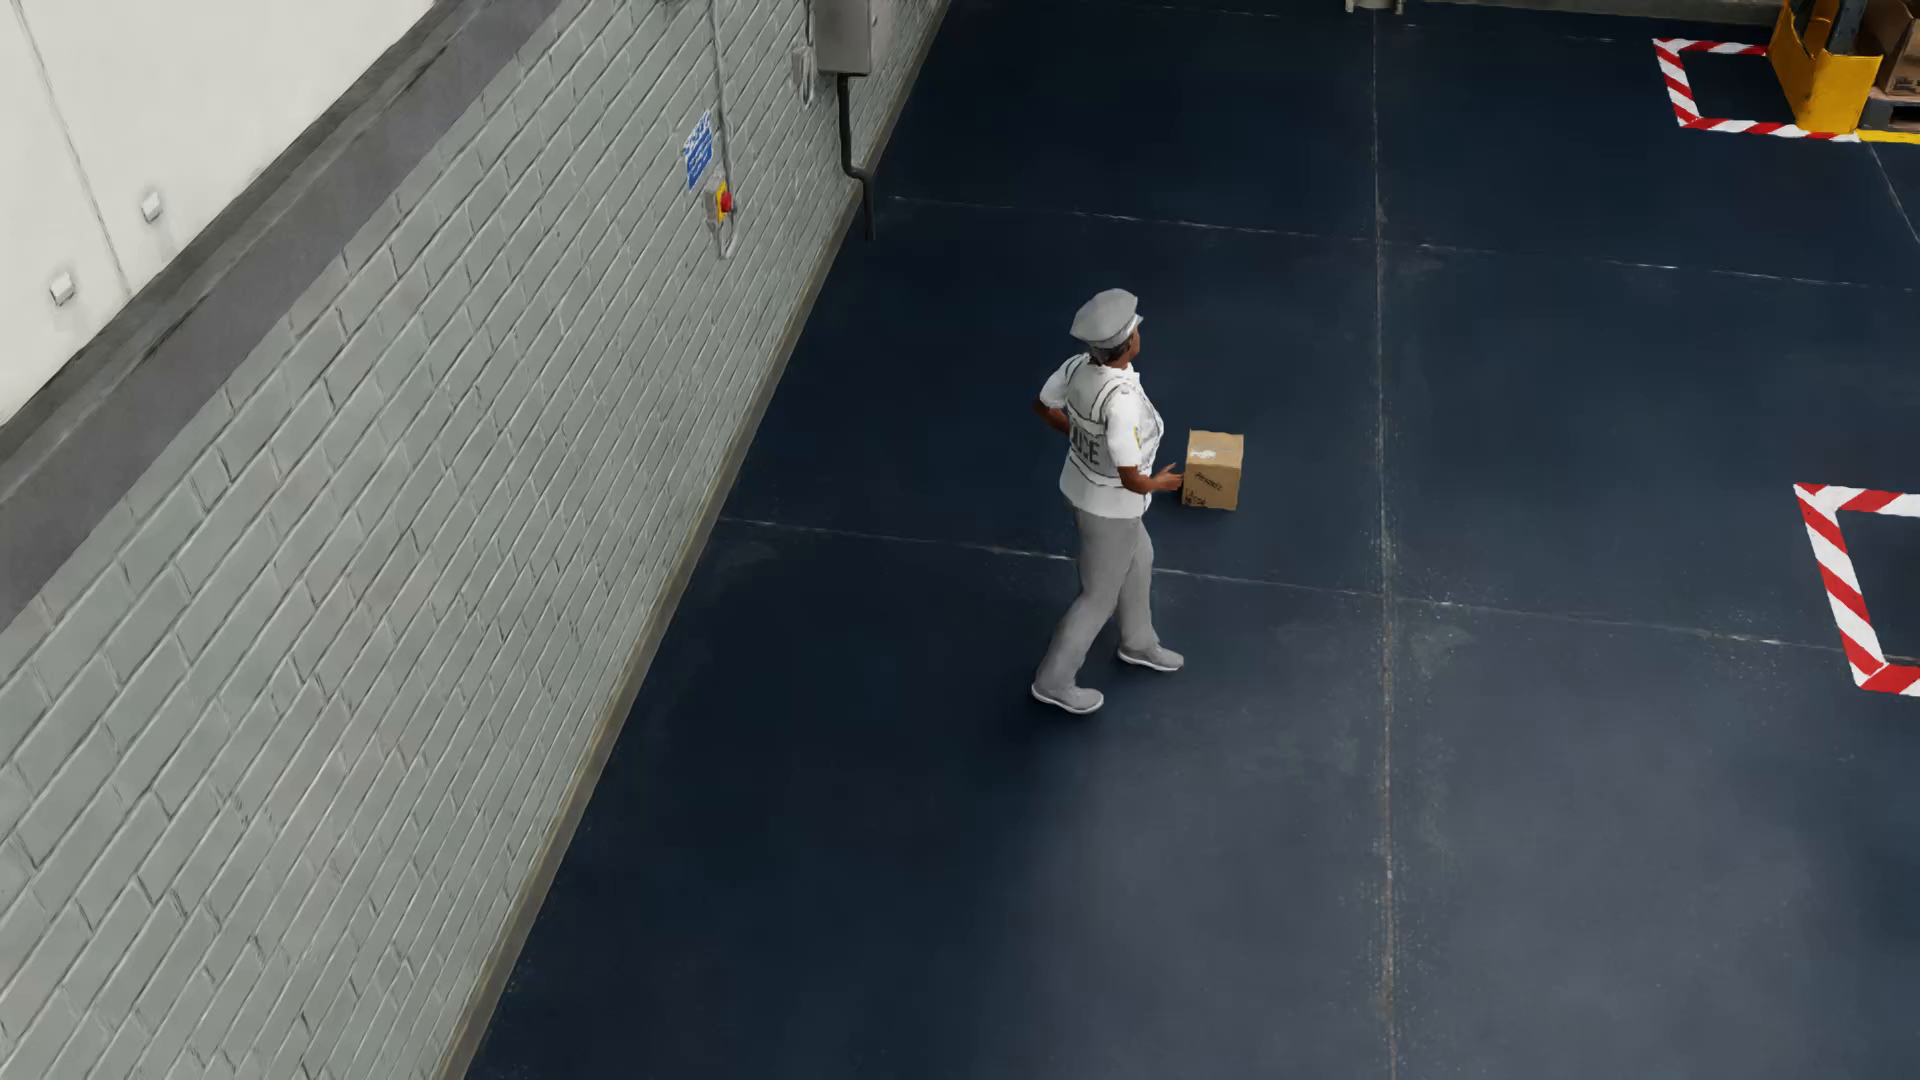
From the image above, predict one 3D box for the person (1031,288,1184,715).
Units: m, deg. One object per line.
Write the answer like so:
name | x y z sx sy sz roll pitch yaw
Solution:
person | 0.549 -0.137 6.317 0.704 1.719 0.658 -12 42 -14
